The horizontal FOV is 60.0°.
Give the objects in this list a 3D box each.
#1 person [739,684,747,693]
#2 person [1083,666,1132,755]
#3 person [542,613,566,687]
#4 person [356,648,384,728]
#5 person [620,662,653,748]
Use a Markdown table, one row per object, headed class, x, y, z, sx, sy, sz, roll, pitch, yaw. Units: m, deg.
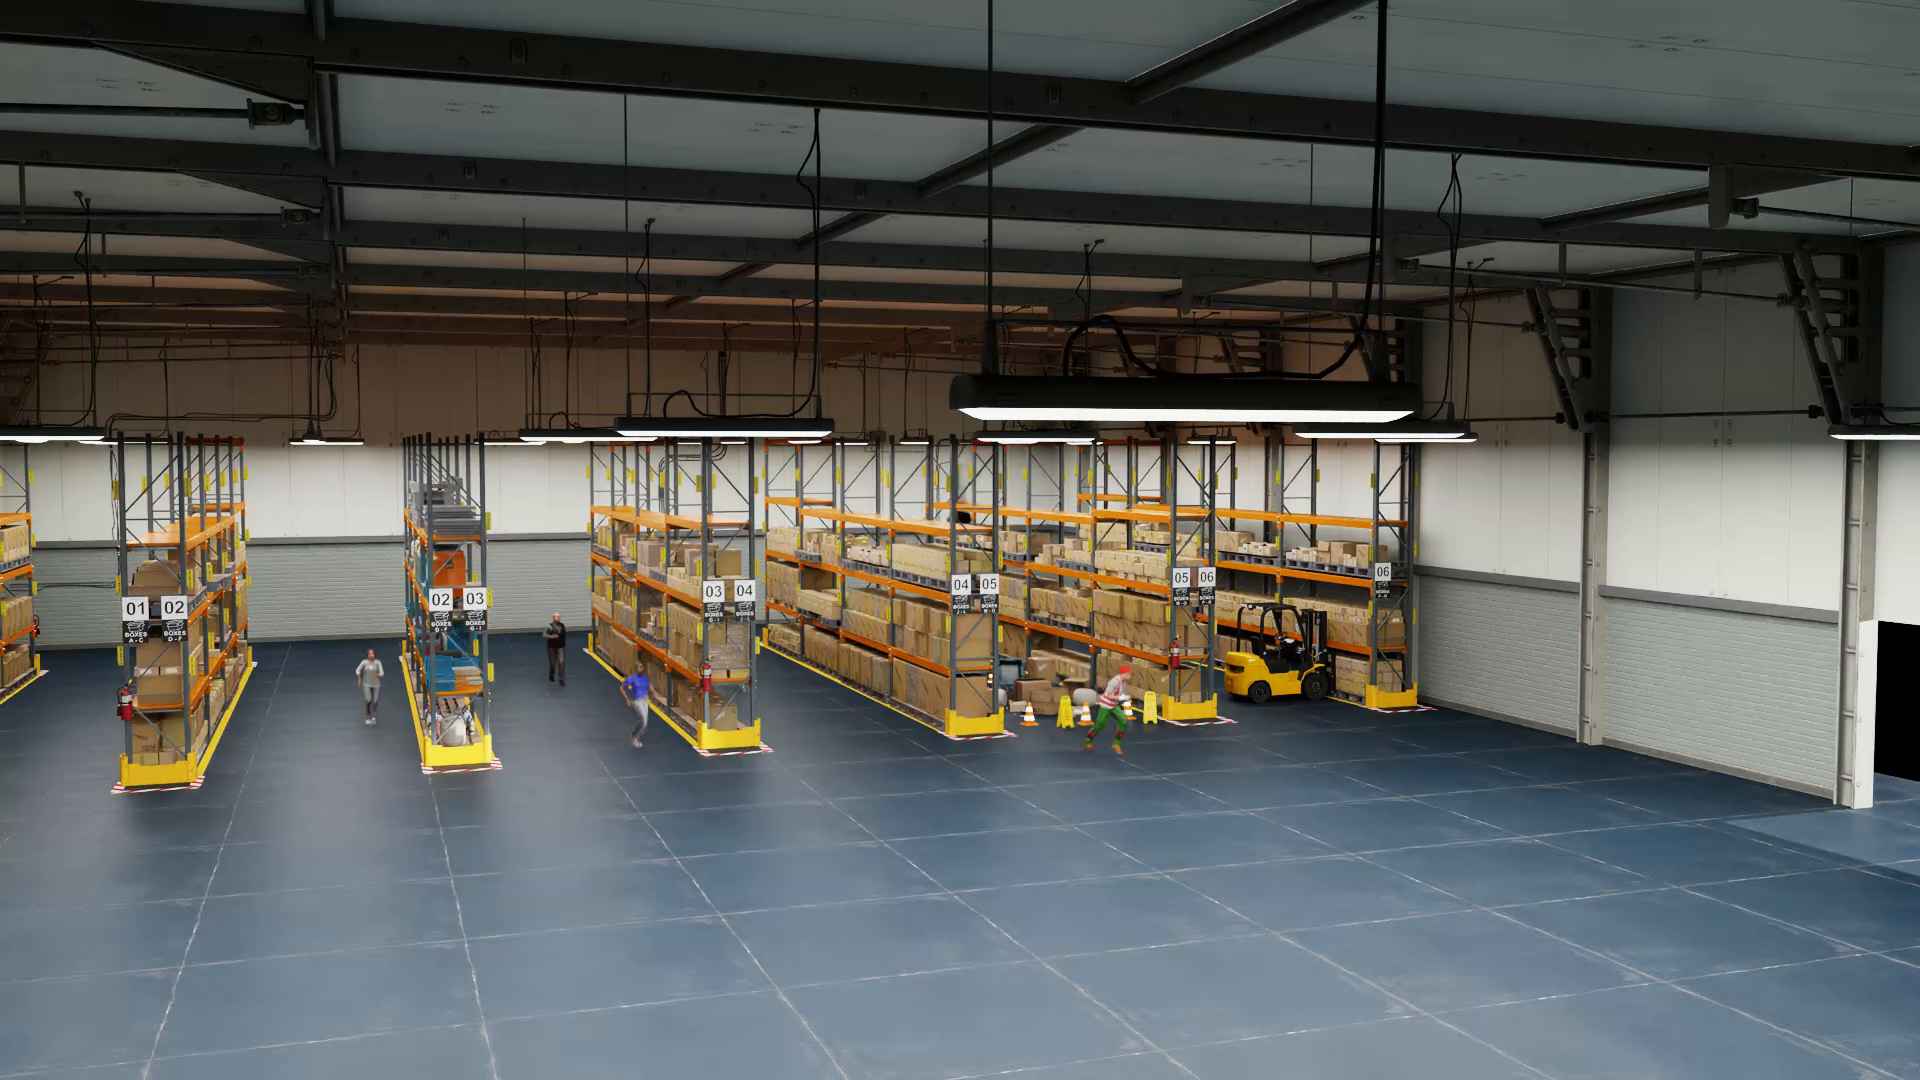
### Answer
| class | x | y | z | sx | sy | sz | roll | pitch | yaw |
| --- | --- | --- | --- | --- | --- | --- | --- | --- | --- |
| person | -5.175 | 2.720 | 39.103 | 0.654 | 1.712 | 0.820 | -1 | 3 | -15 |
| person | 2.782 | 3.181 | 31.164 | 1.013 | 1.717 | 0.706 | 2 | 4 | 30 |
| person | -9.778 | 2.638 | 40.132 | 0.635 | 1.762 | 0.871 | -2 | 4 | -31 |
| person | -12.078 | 3.034 | 34.090 | 0.507 | 1.624 | 0.688 | -2 | 4 | -27 |
| person | -6.098 | 3.140 | 31.694 | 0.653 | 1.632 | 0.552 | 2 | 4 | 37 |
